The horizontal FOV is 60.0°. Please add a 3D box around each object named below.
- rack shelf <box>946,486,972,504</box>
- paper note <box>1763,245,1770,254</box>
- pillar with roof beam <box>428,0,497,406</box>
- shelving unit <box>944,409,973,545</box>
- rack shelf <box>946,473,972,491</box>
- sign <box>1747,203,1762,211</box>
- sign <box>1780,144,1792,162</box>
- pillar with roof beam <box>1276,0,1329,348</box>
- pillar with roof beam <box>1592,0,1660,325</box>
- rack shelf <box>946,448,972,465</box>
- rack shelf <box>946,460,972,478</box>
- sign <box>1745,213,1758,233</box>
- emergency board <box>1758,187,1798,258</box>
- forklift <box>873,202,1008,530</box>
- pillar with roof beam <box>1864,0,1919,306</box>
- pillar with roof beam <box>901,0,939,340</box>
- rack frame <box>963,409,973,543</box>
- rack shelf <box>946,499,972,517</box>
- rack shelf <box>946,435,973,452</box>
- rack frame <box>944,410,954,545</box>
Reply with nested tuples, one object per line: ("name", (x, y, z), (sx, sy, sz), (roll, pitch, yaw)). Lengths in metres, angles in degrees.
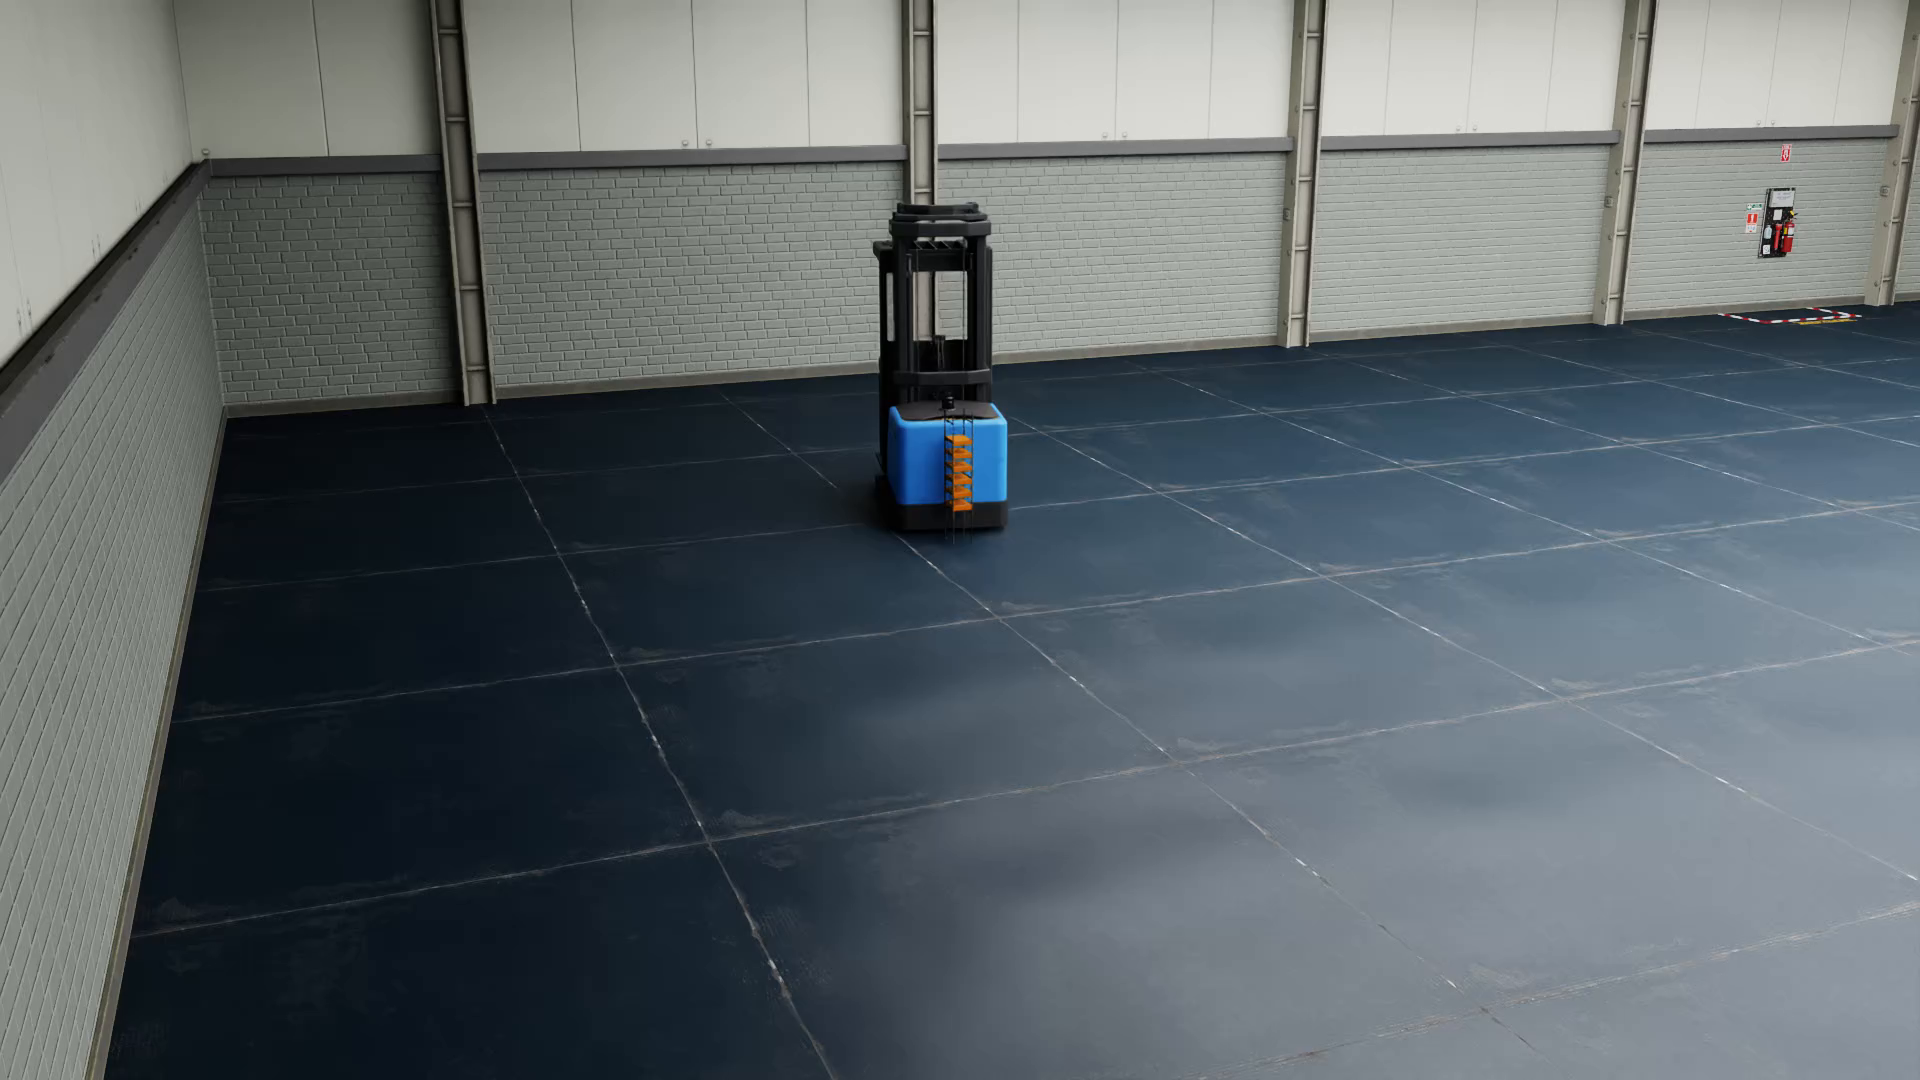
("rack shelf", (-0.015, -0.414, 15.108), (0.180, 0.103, 0.258), (-5, 17, -19))
("paper note", (13.761, -4.955, 28.364), (0.142, 0.148, 0.016), (-6, 17, -20))
("pillar with roof beam", (-4.598, -4.943, 16.111), (0.400, 9.000, 9.100), (-6, 17, -20))
("shelving unit", (-0.015, -0.572, 15.062), (0.189, 1.200, 0.258), (-5, 17, -19))
("rack shelf", (-0.015, -0.529, 15.075), (0.180, 0.103, 0.258), (-5, 17, -19))
("sign", (13.405, -5.619, 28.055), (0.331, 0.109, 0.001), (-6, 17, -20))
("sign", (13.908, -6.515, 27.999), (0.199, 0.298, 0.001), (-6, 17, -20))
("pillar with roof beam", (6.607, -6.153, 20.231), (0.400, 9.000, 9.100), (-6, 17, -20))
("pillar with roof beam", (12.210, -6.758, 22.291), (0.400, 9.000, 9.100), (-6, 17, -20))
("rack shelf", (-0.014, -0.760, 15.009), (0.180, 0.103, 0.258), (-5, 17, -19))
("rack shelf", (-0.014, -0.644, 15.042), (0.180, 0.103, 0.258), (-5, 17, -19))
("sign", (13.398, -5.366, 28.137), (0.234, 0.329, 0.001), (-6, 17, -20))
("emergency board", (13.951, -5.378, 28.239), (0.643, 1.169, 0.194), (-6, 17, -20))
("forklift", (-0.266, -1.867, 16.405), (1.130, 2.935, 3.031), (-2, 17, -8))
("pillar with roof beam", (17.813, -7.363, 24.351), (0.400, 9.000, 9.100), (-6, 17, -20))
("pillar with roof beam", (1.004, -5.548, 18.171), (0.400, 9.000, 9.100), (-6, 17, -20))
("rack frame", (0.072, -0.580, 15.092), (0.006, 1.200, 0.240), (-5, 17, -19))
("rack shelf", (-0.015, -0.298, 15.140), (0.180, 0.103, 0.258), (-5, 17, -19))
("rack shelf", (-0.014, -0.875, 14.976), (0.180, 0.103, 0.258), (-5, 17, -19))
("rack frame", (-0.101, -0.564, 15.033), (0.006, 1.200, 0.240), (-5, 17, -19))
